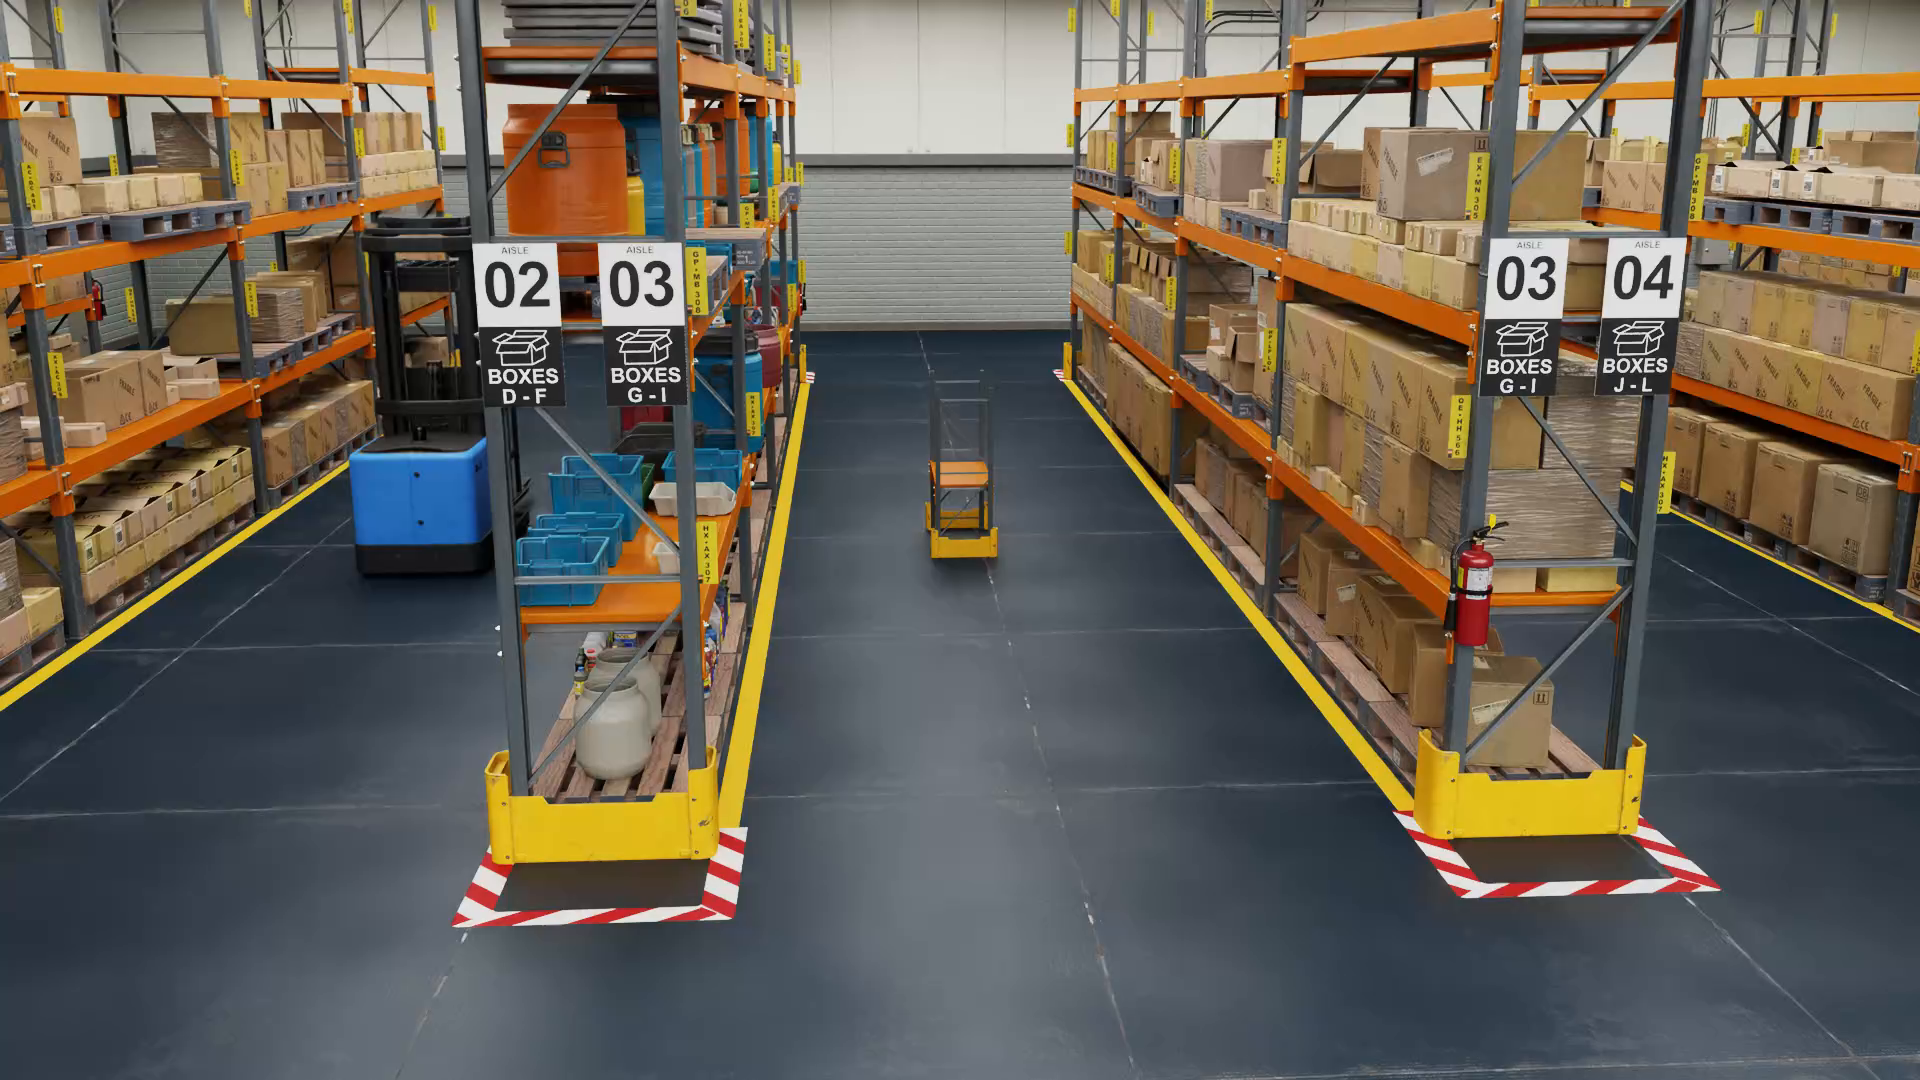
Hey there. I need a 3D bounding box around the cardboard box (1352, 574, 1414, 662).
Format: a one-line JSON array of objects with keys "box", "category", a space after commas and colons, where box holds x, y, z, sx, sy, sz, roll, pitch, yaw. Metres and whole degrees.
[{"box": [3.012, 0.538, 11.311, 0.500, 0.500, 0.500, -2, 15, -8], "category": "cardboard box"}]

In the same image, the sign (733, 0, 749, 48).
[{"box": [-1.527, -3.598, 11.594, 0.100, 0.325, 0.005, -1, 14, -3], "category": "sign"}]

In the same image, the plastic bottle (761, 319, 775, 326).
[{"box": [-2.163, -2.375, 18.709, 0.152, 0.276, 0.135, -1, 14, -3], "category": "plastic bottle"}]

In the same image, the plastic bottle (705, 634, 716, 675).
[{"box": [-1.657, 0.749, 10.911, 0.097, 0.271, 0.097, 0, 14, 0], "category": "plastic bottle"}]

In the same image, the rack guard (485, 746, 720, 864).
[{"box": [-1.880, 1.399, 8.808, 1.175, 0.500, 0.348, -1, 14, -3], "category": "rack guard"}]

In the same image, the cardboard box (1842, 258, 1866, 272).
[{"box": [11.934, -3.779, 21.711, 0.500, 0.500, 0.500, -1, 14, -4], "category": "cardboard box"}]

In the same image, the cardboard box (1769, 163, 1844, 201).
[{"box": [7.464, -3.136, 14.535, 0.500, 0.311, 0.500, -1, 14, -4], "category": "cardboard box"}]

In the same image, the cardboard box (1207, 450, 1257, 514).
[{"box": [2.728, -0.558, 15.531, 0.700, 0.500, 0.500, -2, 15, -8], "category": "cardboard box"}]

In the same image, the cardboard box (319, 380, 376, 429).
[{"box": [-7.200, -1.586, 19.529, 0.500, 0.500, 0.500, -1, 14, -4], "category": "cardboard box"}]

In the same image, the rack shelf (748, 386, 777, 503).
[{"box": [-2.200, -0.937, 14.316, 1.077, 0.370, 4.000, -1, 14, -3], "category": "rack shelf"}]

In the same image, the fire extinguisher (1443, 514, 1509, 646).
[{"box": [2.662, 0.203, 8.595, 0.296, 0.674, 0.183, -1, 14, -3], "category": "fire extinguisher"}]

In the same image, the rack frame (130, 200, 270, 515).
[{"box": [-7.268, -1.707, 15.865, 1.000, 3.000, 0.127, -1, 14, -3], "category": "rack frame"}]

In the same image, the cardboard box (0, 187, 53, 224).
[{"box": [-7.049, -2.449, 12.188, 0.500, 0.250, 0.500, 1, 14, 2], "category": "cardboard box"}]

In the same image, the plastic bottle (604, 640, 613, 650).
[{"box": [-2.262, 0.794, 10.711, 0.061, 0.283, 0.133, -1, 14, -3], "category": "plastic bottle"}]

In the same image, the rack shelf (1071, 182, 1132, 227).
[{"box": [2.247, -4.456, 21.972, 1.077, 0.370, 4.000, -1, 14, -3], "category": "rack shelf"}]

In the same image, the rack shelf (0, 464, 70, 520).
[{"box": [-6.897, 0.133, 10.156, 1.077, 0.370, 4.000, -1, 14, -3], "category": "rack shelf"}]

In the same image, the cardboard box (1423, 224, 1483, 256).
[{"box": [2.761, -1.640, 9.085, 0.380, 0.149, 0.250, -2, 15, -6], "category": "cardboard box"}]

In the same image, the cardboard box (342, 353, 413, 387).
[{"box": [-7.638, -2.173, 21.804, 0.797, 0.503, 0.637, -1, 14, -3], "category": "cardboard box"}]

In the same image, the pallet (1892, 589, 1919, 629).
[{"box": [7.793, 0.625, 12.398, 1.003, 0.211, 1.213, -1, 14, -3], "category": "pallet"}]

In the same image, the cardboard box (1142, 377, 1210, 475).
[{"box": [2.597, -1.206, 17.337, 1.225, 0.875, 0.875, -2, 15, -6], "category": "cardboard box"}]

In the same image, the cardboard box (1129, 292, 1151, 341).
[{"box": [2.213, -2.535, 18.881, 0.500, 0.500, 0.500, -1, 14, -5], "category": "cardboard box"}]

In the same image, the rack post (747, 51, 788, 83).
[{"box": [-2.320, -4.939, 17.391, 0.937, 0.300, 0.954, 1, 14, 3], "category": "rack post"}]

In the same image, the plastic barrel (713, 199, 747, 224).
[{"box": [-2.013, -2.856, 14.587, 0.301, 0.262, 0.301, 0, 14, 0], "category": "plastic barrel"}]

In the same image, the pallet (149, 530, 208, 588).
[{"box": [-7.184, 0.151, 14.238, 1.003, 0.211, 1.213, -1, 14, -3], "category": "pallet"}]

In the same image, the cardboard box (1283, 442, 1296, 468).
[{"box": [2.582, -0.622, 12.153, 0.380, 0.149, 0.250, -1, 14, -3], "category": "cardboard box"}]

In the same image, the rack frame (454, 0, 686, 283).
[{"box": [-1.829, -2.699, 7.679, 1.000, 3.000, 0.127, -1, 14, -3], "category": "rack frame"}]

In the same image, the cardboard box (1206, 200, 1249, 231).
[{"box": [2.467, -2.863, 14.639, 0.500, 0.250, 0.500, -1, 14, -2], "category": "cardboard box"}]

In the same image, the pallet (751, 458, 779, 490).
[{"box": [-2.415, -0.628, 17.266, 1.003, 0.211, 1.213, -1, 14, -3], "category": "pallet"}]

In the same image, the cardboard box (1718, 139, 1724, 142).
[{"box": [7.739, -4.078, 17.325, 0.396, 0.266, 0.258, -1, 14, -3], "category": "cardboard box"}]

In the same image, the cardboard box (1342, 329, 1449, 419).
[{"box": [2.746, -1.052, 10.516, 0.500, 0.500, 0.500, -1, 14, -3], "category": "cardboard box"}]

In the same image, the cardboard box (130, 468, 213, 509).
[{"box": [-6.923, -0.469, 14.604, 0.500, 0.311, 0.500, -1, 14, -4], "category": "cardboard box"}]

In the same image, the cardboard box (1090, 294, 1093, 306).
[{"box": [1.931, -3.186, 22.117, 0.380, 0.149, 0.250, -1, 14, -3], "category": "cardboard box"}]

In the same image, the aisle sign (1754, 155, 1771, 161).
[{"box": [11.720, -5.274, 24.512, 0.394, 0.787, 0.004, -1, 14, -3], "category": "aisle sign"}]

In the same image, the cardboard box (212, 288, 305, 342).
[{"box": [-7.286, -2.344, 17.298, 0.700, 0.500, 0.500, 2, 15, 7], "category": "cardboard box"}]

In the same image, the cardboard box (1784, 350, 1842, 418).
[{"box": [7.462, -1.341, 14.243, 0.500, 0.500, 0.500, -1, 14, -3], "category": "cardboard box"}]

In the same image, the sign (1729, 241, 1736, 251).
[{"box": [11.460, -4.452, 24.638, 0.100, 0.325, 0.005, -1, 14, -3], "category": "sign"}]

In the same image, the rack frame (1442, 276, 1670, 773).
[{"box": [3.115, 0.130, 8.723, 1.000, 3.000, 0.127, -1, 14, -3], "category": "rack frame"}]

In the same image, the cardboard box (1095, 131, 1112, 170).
[{"box": [2.204, -5.204, 22.191, 0.700, 0.500, 0.500, -2, 15, -7], "category": "cardboard box"}]

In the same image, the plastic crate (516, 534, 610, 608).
[{"box": [-2.158, 0.159, 8.911, 0.499, 0.251, 0.616, -1, 14, -3], "category": "plastic crate"}]

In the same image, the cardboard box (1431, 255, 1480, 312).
[{"box": [2.831, -1.366, 8.819, 0.500, 0.250, 0.500, -1, 14, -2], "category": "cardboard box"}]

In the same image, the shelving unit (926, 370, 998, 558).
[{"box": [0.005, -0.707, 14.989, 0.587, 1.500, 1.083, -1, 14, -3], "category": "shelving unit"}]

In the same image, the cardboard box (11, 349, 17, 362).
[{"box": [-12.276, -2.337, 21.185, 0.380, 0.149, 0.250, -1, 14, -5], "category": "cardboard box"}]

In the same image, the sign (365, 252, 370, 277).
[{"box": [-6.963, -3.272, 19.624, 0.100, 0.325, 0.005, -1, 14, -3], "category": "sign"}]

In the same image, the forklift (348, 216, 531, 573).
[{"box": [-4.610, -1.455, 15.022, 1.130, 2.935, 3.031, -1, 14, -3], "category": "forklift"}]

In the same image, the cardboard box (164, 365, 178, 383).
[{"box": [-7.406, -1.439, 15.000, 0.500, 0.311, 0.500, -1, 14, -4], "category": "cardboard box"}]

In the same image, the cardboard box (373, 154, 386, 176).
[{"box": [-7.331, -4.573, 20.283, 0.500, 0.250, 0.500, -1, 14, -3], "category": "cardboard box"}]

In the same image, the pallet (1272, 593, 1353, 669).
[{"box": [2.944, 0.653, 12.290, 1.003, 0.211, 1.213, -1, 14, -3], "category": "pallet"}]

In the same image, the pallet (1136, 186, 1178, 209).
[{"box": [2.454, -3.658, 17.806, 1.003, 0.211, 1.213, 0, 14, -1], "category": "pallet"}]

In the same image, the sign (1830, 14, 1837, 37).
[{"box": [12.557, -7.403, 23.929, 0.100, 0.325, 0.005, -1, 14, -3], "category": "sign"}]

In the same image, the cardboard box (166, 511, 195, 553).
[{"box": [-6.894, -0.071, 14.181, 0.500, 0.250, 0.500, -1, 14, -2], "category": "cardboard box"}]

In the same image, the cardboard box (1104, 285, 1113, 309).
[{"box": [2.082, -3.031, 20.715, 0.500, 0.250, 0.500, -1, 14, -4], "category": "cardboard box"}]

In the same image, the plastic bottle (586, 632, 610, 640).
[{"box": [-2.391, 0.688, 10.990, 0.144, 0.351, 0.185, 0, 14, -1], "category": "plastic bottle"}]

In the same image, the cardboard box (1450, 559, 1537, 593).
[{"box": [2.891, 0.184, 9.018, 0.380, 0.149, 0.250, -1, 14, -3], "category": "cardboard box"}]

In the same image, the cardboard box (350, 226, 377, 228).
[{"box": [-7.960, -3.985, 22.512, 0.500, 0.500, 0.500, -1, 14, -3], "category": "cardboard box"}]

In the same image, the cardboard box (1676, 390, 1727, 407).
[{"box": [7.775, -1.442, 17.503, 0.500, 0.250, 0.500, -2, 15, -6], "category": "cardboard box"}]

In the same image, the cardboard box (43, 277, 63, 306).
[{"box": [-12.610, -3.457, 22.065, 0.980, 0.700, 0.700, -1, 14, -4], "category": "cardboard box"}]
